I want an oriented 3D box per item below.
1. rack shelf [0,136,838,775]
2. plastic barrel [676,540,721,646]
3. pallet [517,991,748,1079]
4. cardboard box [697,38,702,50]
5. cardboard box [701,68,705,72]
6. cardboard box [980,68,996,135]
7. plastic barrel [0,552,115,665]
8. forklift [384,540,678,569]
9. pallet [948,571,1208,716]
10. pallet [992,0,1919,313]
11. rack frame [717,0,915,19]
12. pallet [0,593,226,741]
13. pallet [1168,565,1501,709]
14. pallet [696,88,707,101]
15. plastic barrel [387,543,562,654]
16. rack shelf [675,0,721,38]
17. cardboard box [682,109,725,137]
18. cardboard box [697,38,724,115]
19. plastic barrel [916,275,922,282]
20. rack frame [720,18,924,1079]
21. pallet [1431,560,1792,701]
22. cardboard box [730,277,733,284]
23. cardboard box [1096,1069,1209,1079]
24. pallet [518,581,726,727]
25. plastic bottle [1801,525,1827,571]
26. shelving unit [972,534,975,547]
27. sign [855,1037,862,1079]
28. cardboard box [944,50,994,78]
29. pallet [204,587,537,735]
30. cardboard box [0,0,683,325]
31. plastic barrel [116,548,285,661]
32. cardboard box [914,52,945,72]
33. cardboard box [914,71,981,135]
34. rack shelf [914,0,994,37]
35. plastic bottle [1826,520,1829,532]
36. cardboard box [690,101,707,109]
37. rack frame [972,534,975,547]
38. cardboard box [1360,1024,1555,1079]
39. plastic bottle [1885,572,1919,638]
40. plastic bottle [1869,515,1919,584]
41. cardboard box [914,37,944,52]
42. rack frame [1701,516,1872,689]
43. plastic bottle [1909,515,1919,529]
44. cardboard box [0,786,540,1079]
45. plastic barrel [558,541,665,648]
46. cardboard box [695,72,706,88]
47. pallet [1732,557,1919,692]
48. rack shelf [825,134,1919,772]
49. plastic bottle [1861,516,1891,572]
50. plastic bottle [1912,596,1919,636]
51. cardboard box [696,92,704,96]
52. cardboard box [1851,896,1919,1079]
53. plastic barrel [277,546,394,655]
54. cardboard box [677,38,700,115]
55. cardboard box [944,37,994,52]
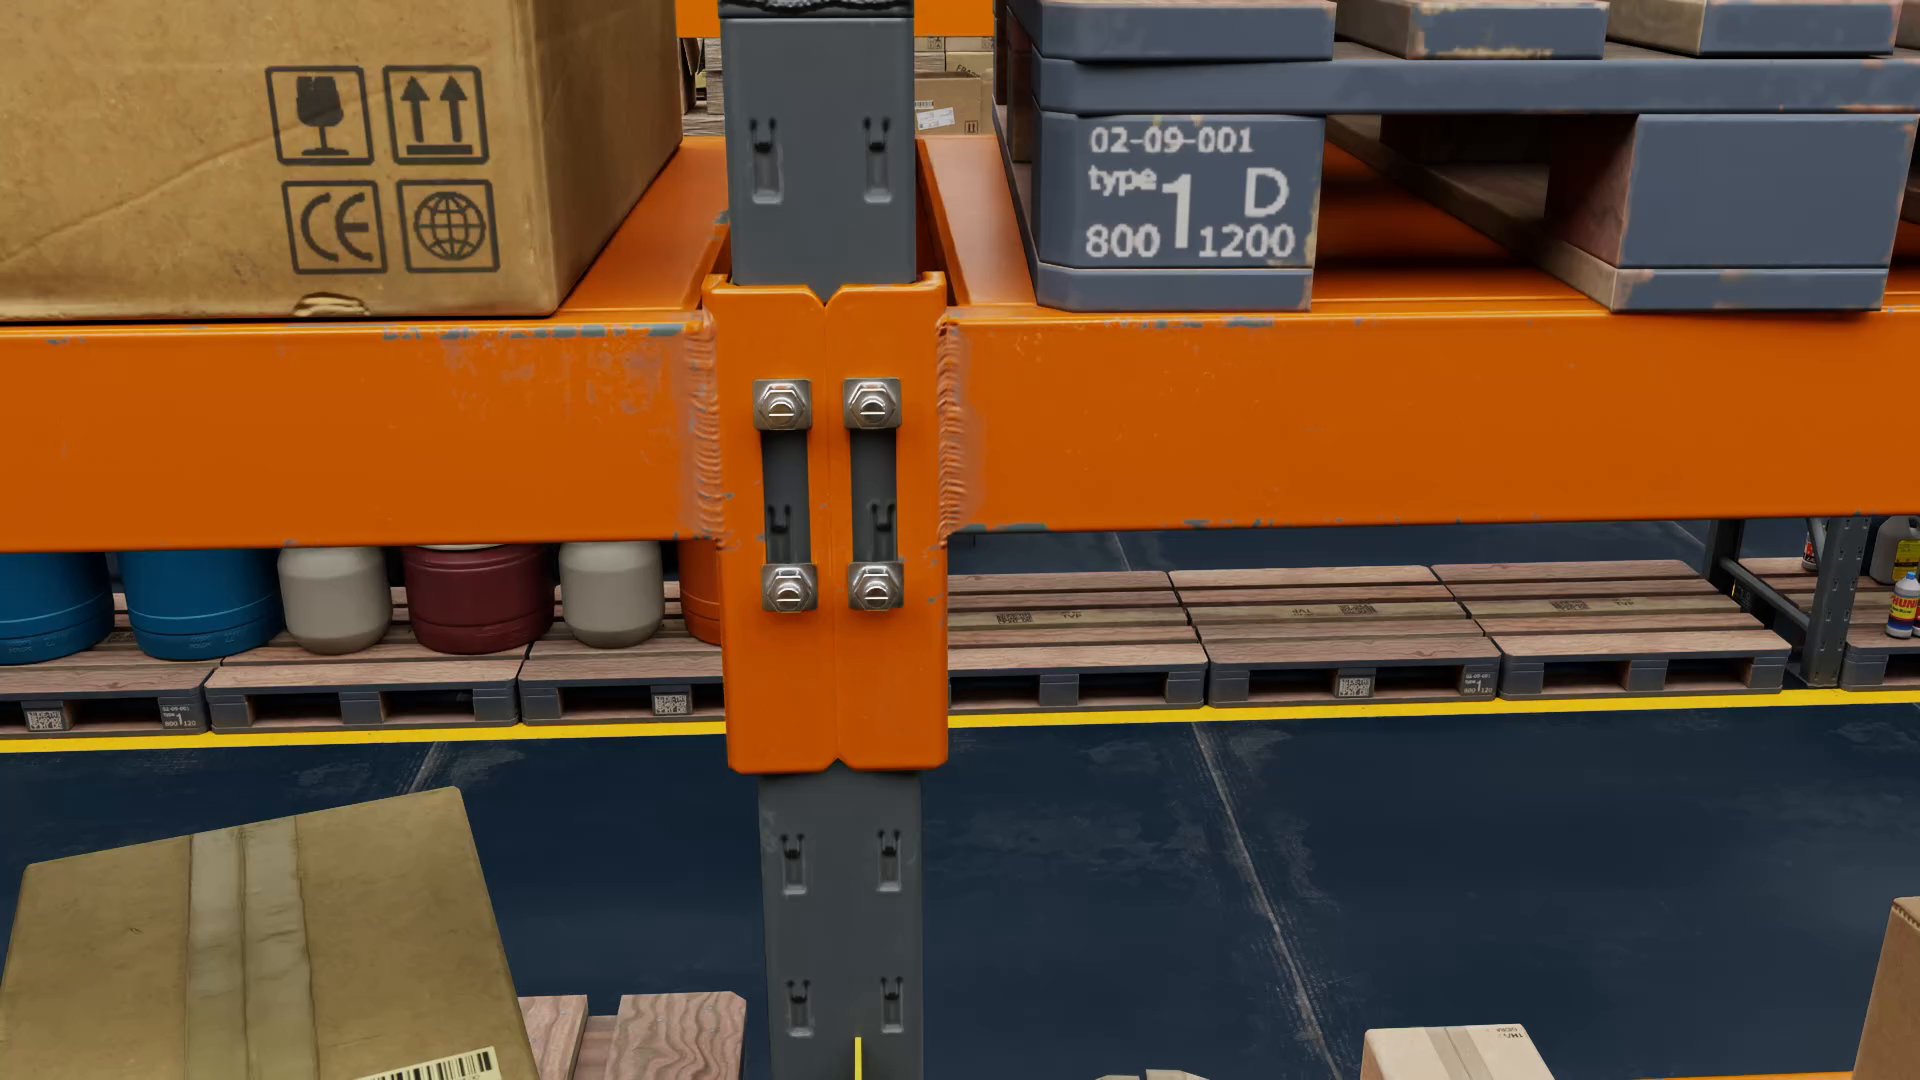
[{"bbox_3d":[-2.118,-0.139,1.565,4.000,0.370,1.077,-1,21,-3],"label":"rack shelf"},{"bbox_3d":[-0.888,-0.039,6.969,0.708,0.830,0.600,-1,21,-3],"label":"plastic barrel"},{"bbox_3d":[-0.794,1.015,2.010,1.003,0.211,1.213,-1,21,-3],"label":"pallet"},{"bbox_3d":[-2.348,-4.562,15.314,0.250,0.149,0.380,-1,21,-3],"label":"cardboard box"},{"bbox_3d":[-2.360,-4.422,15.363,0.250,0.149,0.380,-1,21,-3],"label":"cardboard box"},{"bbox_3d":[0.405,-2.948,11.417,0.500,0.500,0.700,2,21,5],"label":"cardboard box"},{"bbox_3d":[-3.850,-0.013,6.798,0.708,0.901,0.600,-1,21,-3],"label":"plastic barrel"},{"bbox_3d":[-2.833,-1.345,8.033,3.031,2.935,1.130,-2,21,-5],"label":"forklift"},{"bbox_3d":[0.375,0.428,7.201,1.213,0.211,1.003,-1,21,-3],"label":"pallet"},{"bbox_3d":[0.551,-0.473,1.697,1.003,0.211,1.213,0,21,-1],"label":"pallet"},{"bbox_3d":[-0.121,-1.917,1.010,0.127,3.000,1.000,-1,21,-3],"label":"rack frame"},{"bbox_3d":[-3.621,0.510,6.984,1.213,0.211,1.003,-1,21,-3],"label":"pallet"},{"bbox_3d":[1.590,0.404,7.263,1.213,0.211,1.003,-1,21,-3],"label":"pallet"},{"bbox_3d":[-2.839,-4.252,15.844,1.213,0.211,1.003,-1,21,-3],"label":"pallet"},{"bbox_3d":[-2.015,0.096,6.952,0.708,0.588,0.600,-1,21,-3],"label":"plastic barrel"},{"bbox_3d":[-2.397,-1.898,6.187,4.000,0.370,1.077,-1,21,-3],"label":"rack shelf"},{"bbox_3d":[-1.660,-2.574,11.024,0.500,0.500,0.500,-1,21,-4],"label":"cardboard box"},{"bbox_3d":[-1.414,-3.139,11.101,0.637,0.503,0.797,0,21,-1],"label":"cardboard box"},{"bbox_3d":[0.046,-1.054,6.983,0.708,0.536,0.600,-1,21,-3],"label":"plastic barrel"},{"bbox_3d":[-0.121,0.886,2.078,0.127,3.000,1.000,-1,21,-3],"label":"rack frame"},{"bbox_3d":[2.811,0.378,7.331,1.213,0.211,1.003,-1,21,-3],"label":"pallet"},{"bbox_3d":[-1.373,-1.830,11.607,0.875,0.875,1.225,-2,21,-6],"label":"cardboard box"},{"bbox_3d":[0.244,0.936,2.072,0.500,0.311,0.500,0,21,0],"label":"cardboard box"},{"bbox_3d":[-1.185,0.461,7.115,1.213,0.211,1.003,-1,21,-3],"label":"pallet"},{"bbox_3d":[3.937,0.029,7.643,0.097,0.201,0.097,0,21,0],"label":"plastic bottle"},{"bbox_3d":[-0.053,-0.490,8.431,0.252,1.050,0.215,-1,21,-3],"label":"shelving unit"},{"bbox_3d":[-0.081,0.575,1.380,0.005,0.325,0.100,-1,21,-3],"label":"sign"},{"bbox_3d":[0.106,-4.368,15.738,0.500,0.500,0.500,-1,21,-4],"label":"cardboard box"},{"bbox_3d":[-2.400,0.484,7.052,1.213,0.211,1.003,-1,21,-3],"label":"pallet"},{"bbox_3d":[-0.555,-0.542,1.471,0.500,0.500,0.910,-1,21,-3],"label":"cardboard box"},{"bbox_3d":[-3.143,-0.027,6.836,0.708,0.901,0.600,-1,21,-3],"label":"plastic barrel"},{"bbox_3d":[-0.402,-4.357,15.708,0.500,0.500,0.500,-1,21,-2],"label":"cardboard box"},{"bbox_3d":[-0.146,-2.901,11.294,0.500,0.500,0.500,-4,21,-10],"label":"cardboard box"},{"bbox_3d":[1.596,-1.980,6.400,4.000,0.370,1.077,-1,21,-3],"label":"rack shelf"},{"bbox_3d":[4.054,-0.018,7.651,0.133,0.283,0.061,0,21,0],"label":"plastic bottle"},{"bbox_3d":[-1.699,-2.755,11.501,0.500,0.500,0.500,-2,21,-5],"label":"cardboard box"},{"bbox_3d":[0.068,-0.492,8.438,0.008,1.050,0.200,-1,21,-3],"label":"rack frame"},{"bbox_3d":[0.761,0.887,2.428,0.250,0.149,0.380,-1,21,-3],"label":"cardboard box"},{"bbox_3d":[3.936,0.264,6.928,0.097,0.271,0.097,0,21,0],"label":"plastic bottle"},{"bbox_3d":[4.228,0.013,7.475,0.185,0.351,0.144,-1,21,-3],"label":"plastic bottle"},{"bbox_3d":[-0.417,-4.916,15.773,0.500,0.500,0.700,-1,21,-3],"label":"cardboard box"},{"bbox_3d":[3.593,-0.955,6.913,0.127,3.000,1.000,-1,21,-3],"label":"rack frame"},{"bbox_3d":[4.411,-0.042,7.619,0.185,0.351,0.144,-2,21,-6],"label":"plastic bottle"},{"bbox_3d":[-0.744,0.696,1.846,0.500,0.500,0.700,-8,22,-21],"label":"cardboard box"},{"bbox_3d":[-1.447,0.152,6.912,0.421,0.512,0.421,0,21,0],"label":"plastic barrel"},{"bbox_3d":[-2.354,-4.283,15.417,0.250,0.149,0.380,-2,21,-5],"label":"cardboard box"},{"bbox_3d":[4.266,0.350,7.406,1.213,0.211,1.003,-1,21,-3],"label":"pallet"},{"bbox_3d":[1.875,-0.220,1.779,4.000,0.370,1.077,-1,21,-3],"label":"rack shelf"},{"bbox_3d":[4.220,-0.038,7.609,0.185,0.351,0.144,-2,21,-4],"label":"plastic bottle"},{"bbox_3d":[4.038,0.295,6.946,0.097,0.201,0.097,0,21,0],"label":"plastic bottle"},{"bbox_3d":[-2.834,-5.355,20.867,0.875,0.875,0.875,-1,21,-2],"label":"cardboard box"},{"bbox_3d":[1.553,0.800,2.165,0.500,0.500,0.500,-2,21,-6],"label":"cardboard box"},{"bbox_3d":[-2.574,0.175,6.852,0.421,0.512,0.421,0,21,0],"label":"plastic barrel"},{"bbox_3d":[-2.065,-3.127,11.068,0.637,0.503,0.797,-1,21,-2],"label":"cardboard box"},{"bbox_3d":[0.088,-4.927,15.801,0.500,0.500,0.700,-1,21,-4],"label":"cardboard box"}]
